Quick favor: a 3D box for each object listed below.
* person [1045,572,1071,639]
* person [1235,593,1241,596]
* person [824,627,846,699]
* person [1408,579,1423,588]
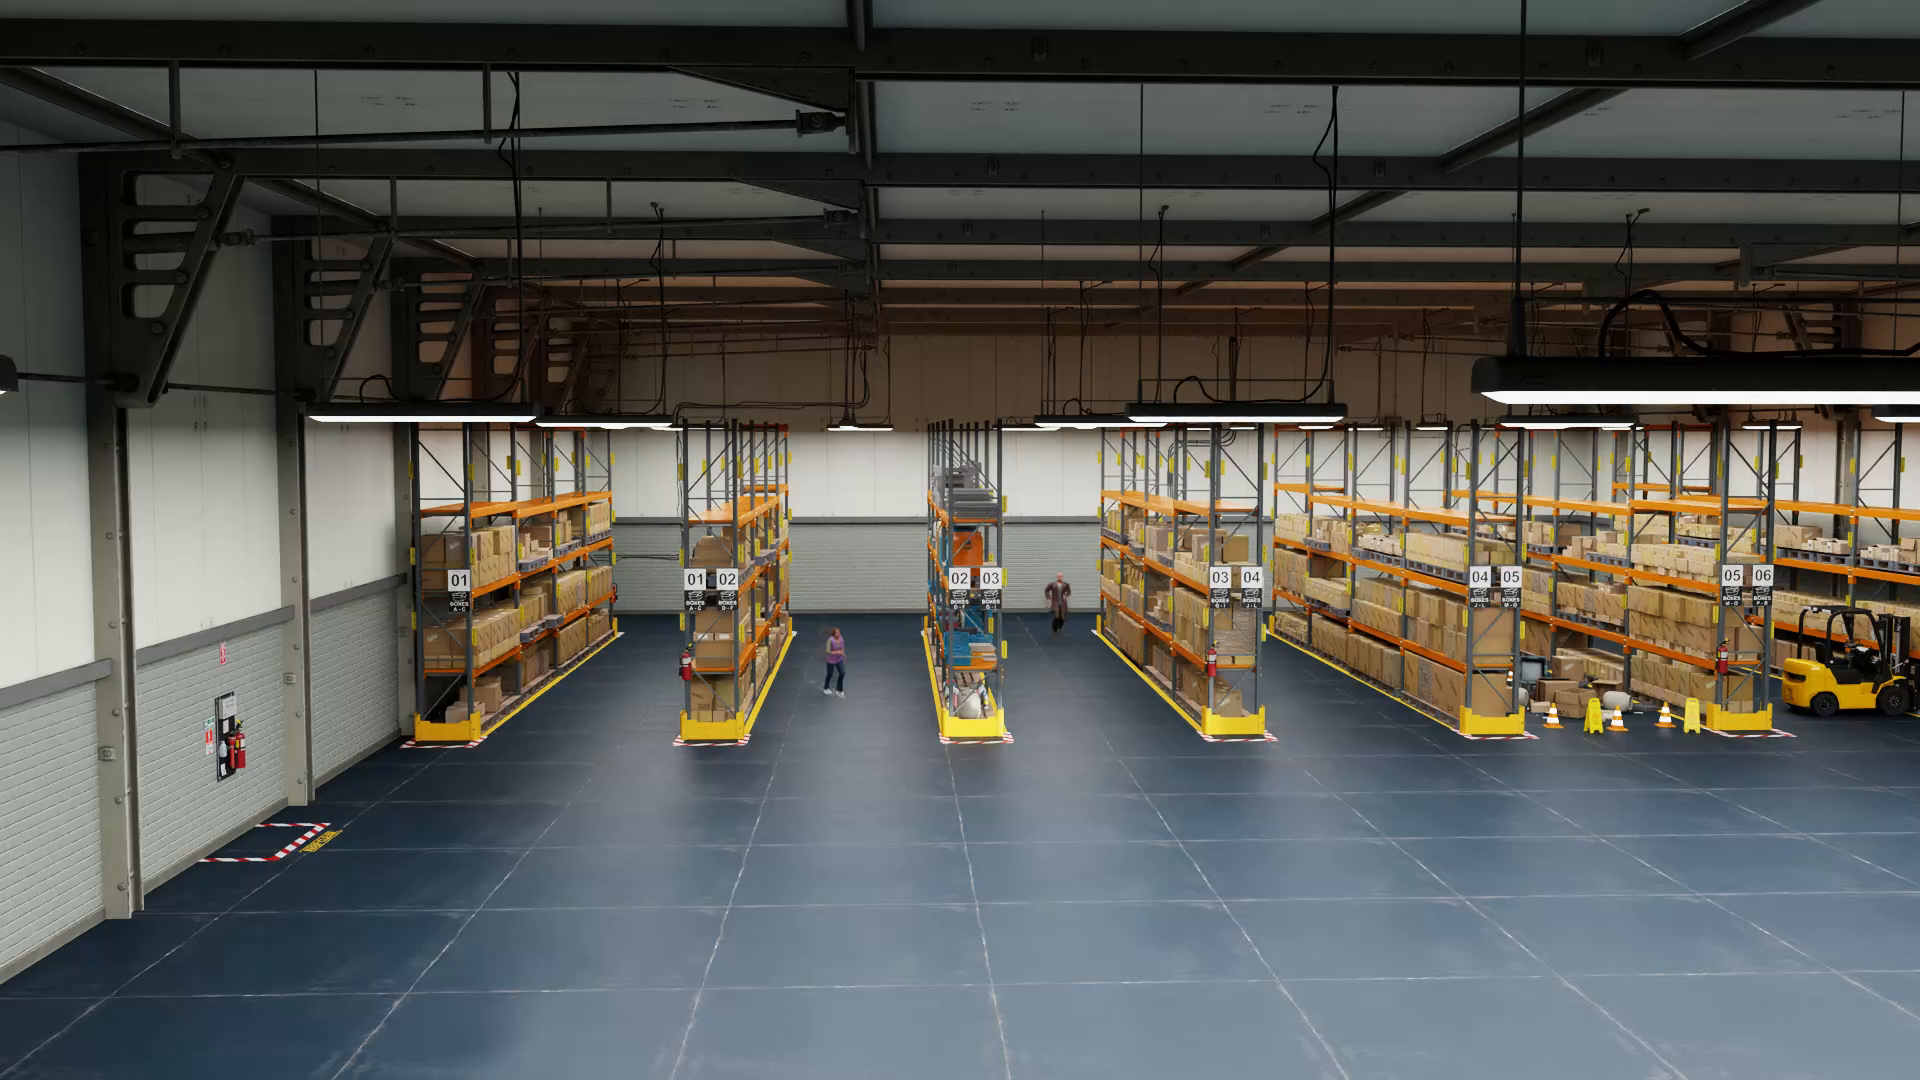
[{"bbox_3d":[2.702,1.797,45.293,0.681,1.796,0.722,-1,4,-11],"label":"person"},{"bbox_3d":[7.774,1.834,47.319,0.715,1.830,0.758,1,4,11],"label":"person"},{"bbox_3d":[-2.705,2.644,36.006,0.538,1.560,0.904,-2,4,-26],"label":"person"},{"bbox_3d":[13.398,1.747,49.242,0.834,1.653,0.720,-1,4,-11],"label":"person"}]
